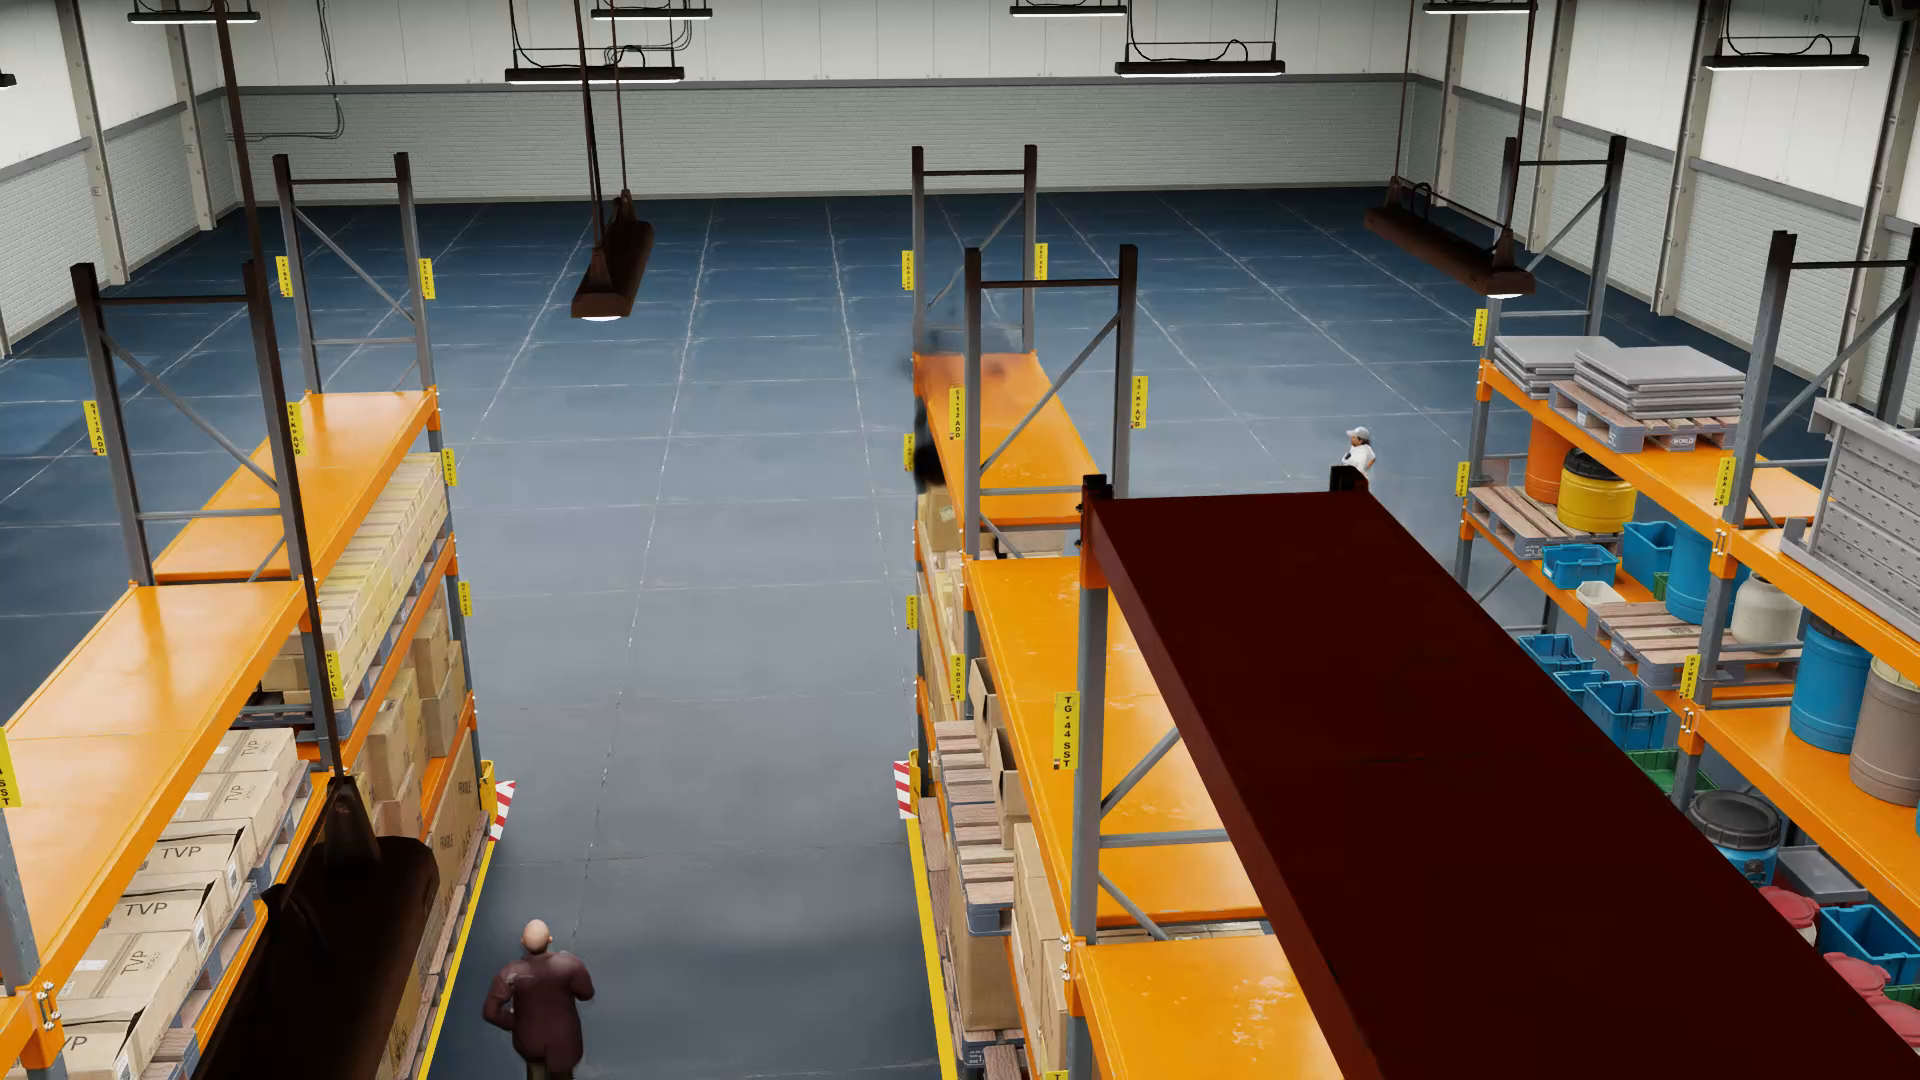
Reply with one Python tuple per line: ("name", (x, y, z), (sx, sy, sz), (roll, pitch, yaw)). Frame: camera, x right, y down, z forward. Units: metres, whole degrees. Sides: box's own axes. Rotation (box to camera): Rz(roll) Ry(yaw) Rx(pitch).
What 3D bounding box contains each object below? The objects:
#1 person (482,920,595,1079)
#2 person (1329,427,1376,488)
("person", (-2.749, 3.259, 11.036), (0.687, 1.805, 0.733), (-3, 22, -8))
("person", (4.988, -0.639, 20.979), (0.929, 1.644, 0.613), (5, 22, 12))
